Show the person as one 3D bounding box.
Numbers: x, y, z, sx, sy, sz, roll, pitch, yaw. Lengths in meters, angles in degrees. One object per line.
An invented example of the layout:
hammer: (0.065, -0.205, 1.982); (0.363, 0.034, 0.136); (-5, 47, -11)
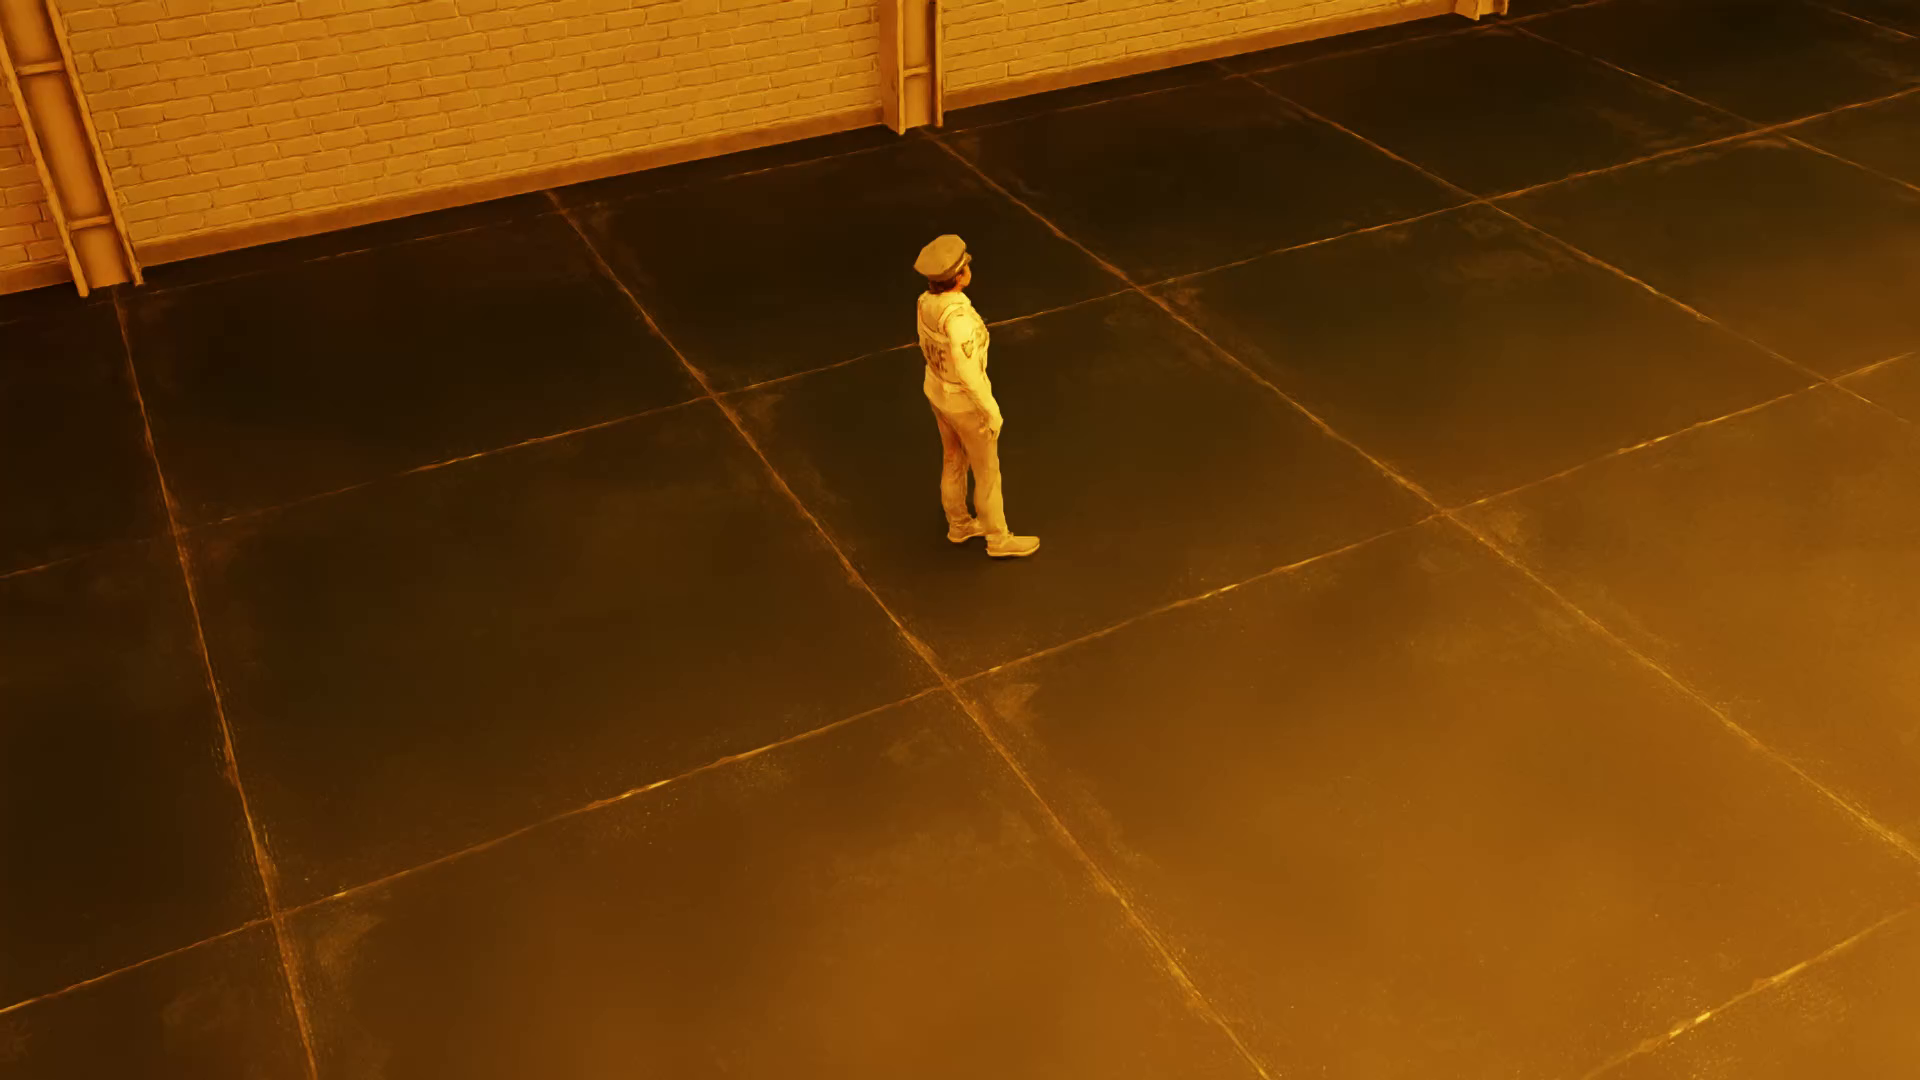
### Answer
person: (0.063, -0.713, 8.190); (0.532, 1.695, 0.586); (-17, 39, -23)
